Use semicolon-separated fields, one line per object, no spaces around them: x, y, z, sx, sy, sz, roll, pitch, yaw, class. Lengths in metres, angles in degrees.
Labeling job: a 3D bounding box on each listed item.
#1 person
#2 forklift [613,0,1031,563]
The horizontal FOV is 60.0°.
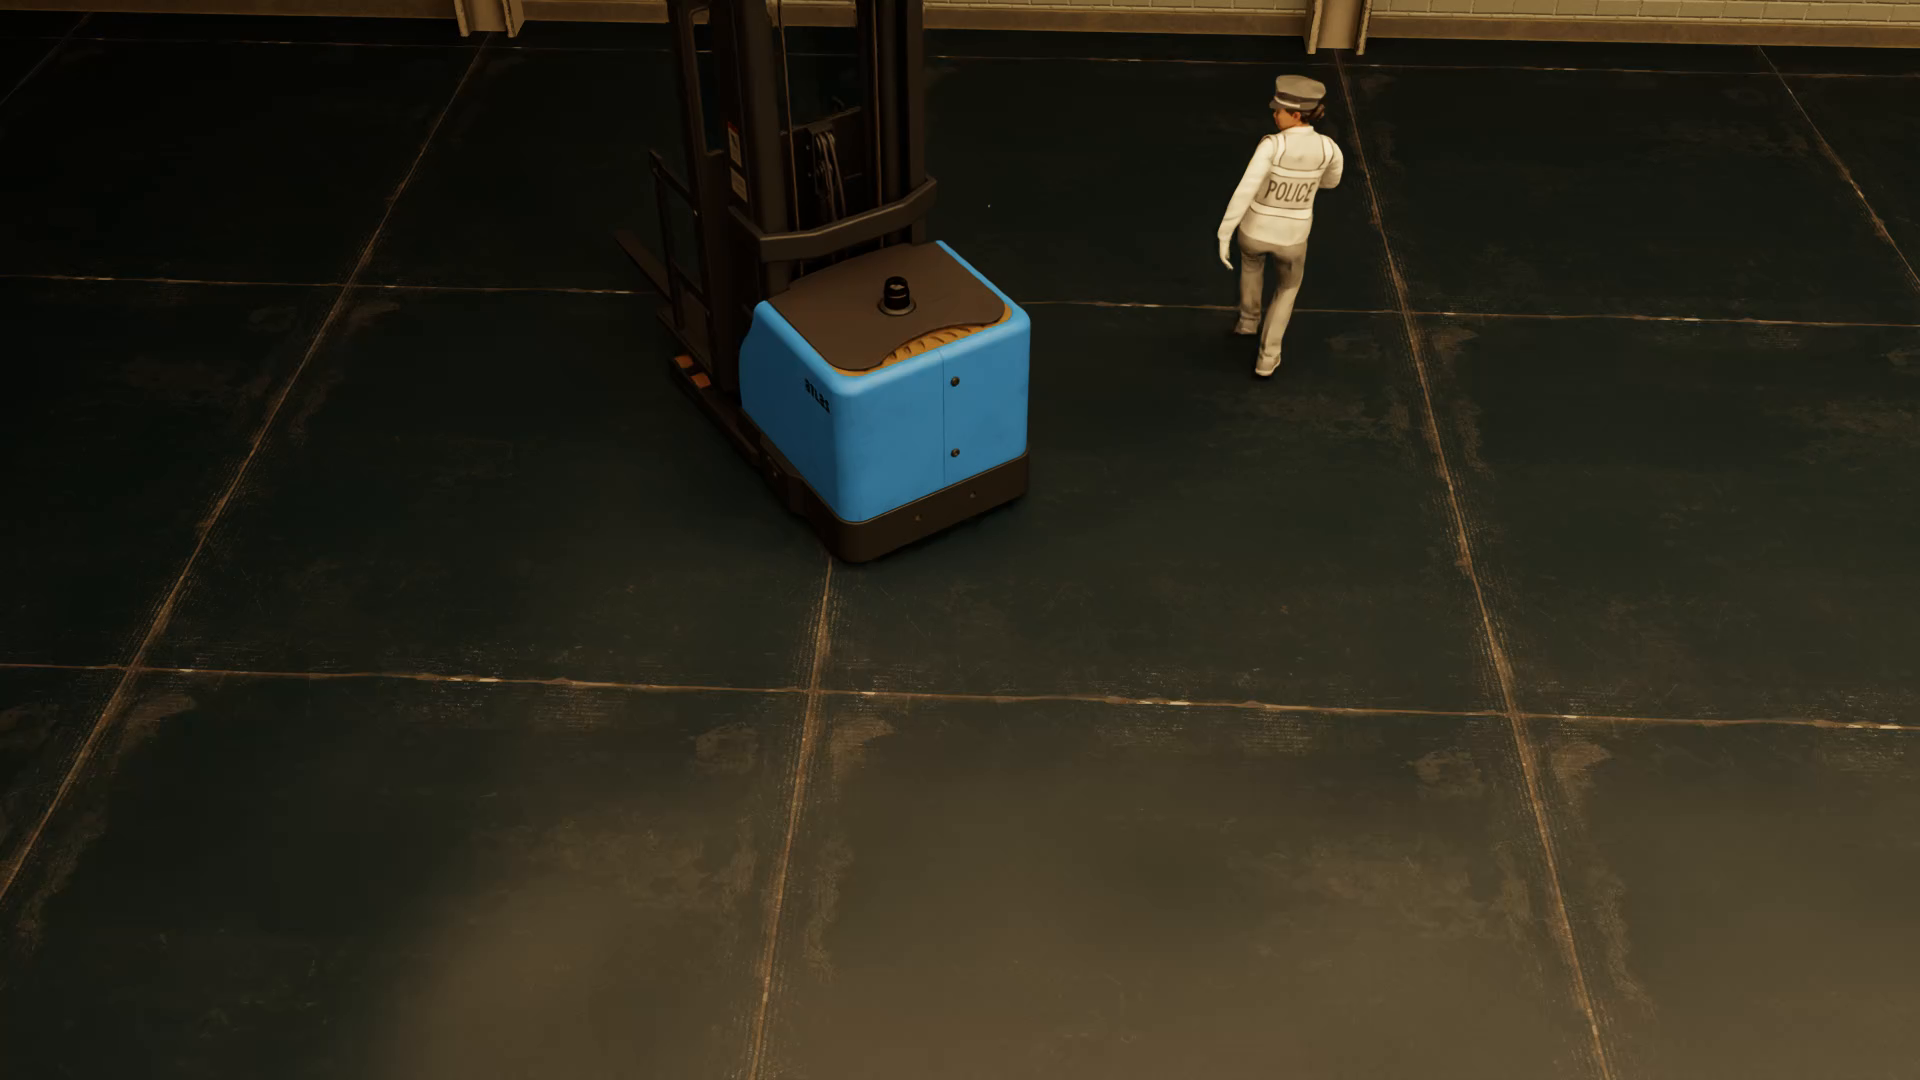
1.605;-1.554;8.475;0.577;1.666;0.734;7;43;8;person
-0.886;-1.946;7.874;1.130;2.935;3.031;-23;47;-24;forklift
